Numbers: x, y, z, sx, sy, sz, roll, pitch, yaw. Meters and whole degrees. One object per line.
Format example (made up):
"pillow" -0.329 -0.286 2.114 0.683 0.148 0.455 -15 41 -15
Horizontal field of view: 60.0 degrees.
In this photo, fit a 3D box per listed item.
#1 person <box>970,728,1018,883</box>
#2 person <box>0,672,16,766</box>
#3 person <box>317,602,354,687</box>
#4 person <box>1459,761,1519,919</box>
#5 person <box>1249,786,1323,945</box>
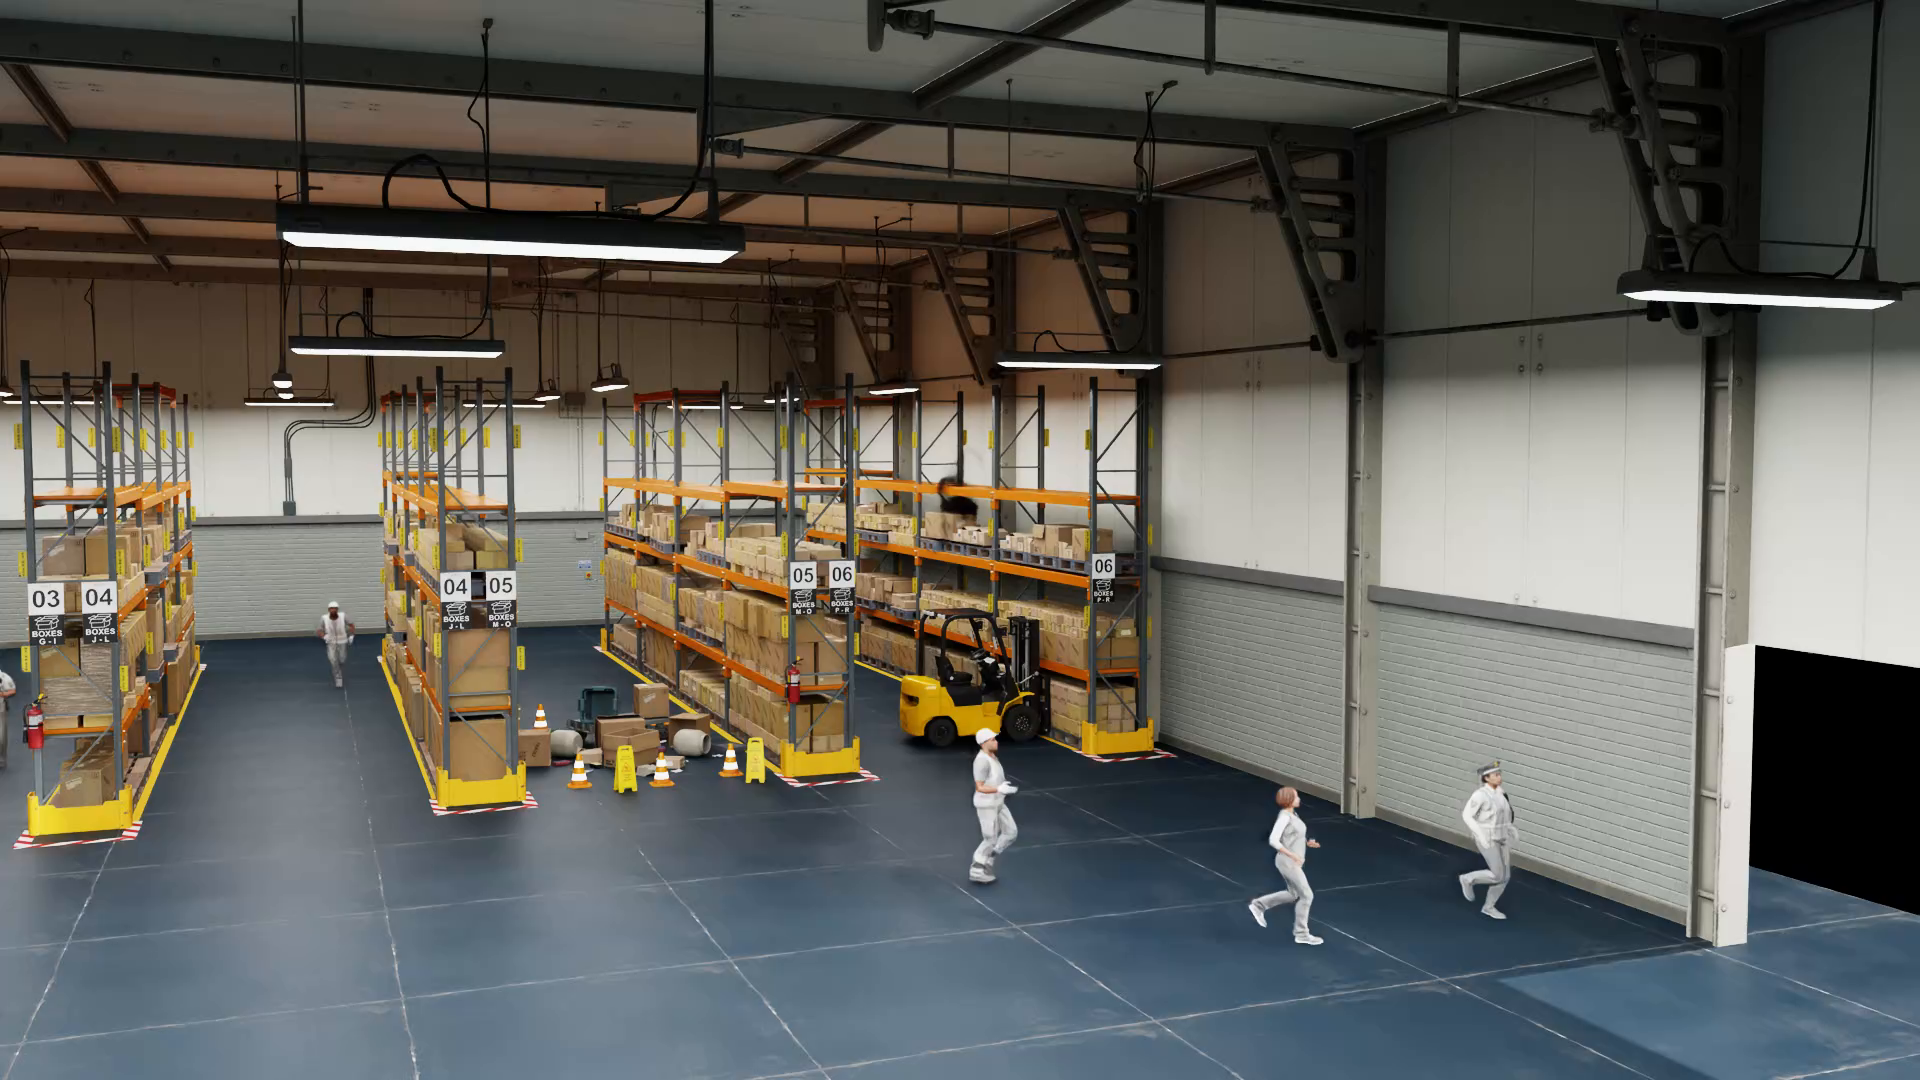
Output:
"person" 0.400 2.987 18.692 0.609 1.756 0.639 1 4 20
"person" -14.530 2.591 24.945 0.661 1.773 0.936 -2 4 -27
"person" -12.747 2.116 33.960 0.722 1.730 0.717 -2 4 -26
"person" 5.572 3.132 17.471 0.621 1.657 0.530 -2 4 -36
"person" 3.240 3.223 16.535 0.743 1.561 0.546 1 4 17
